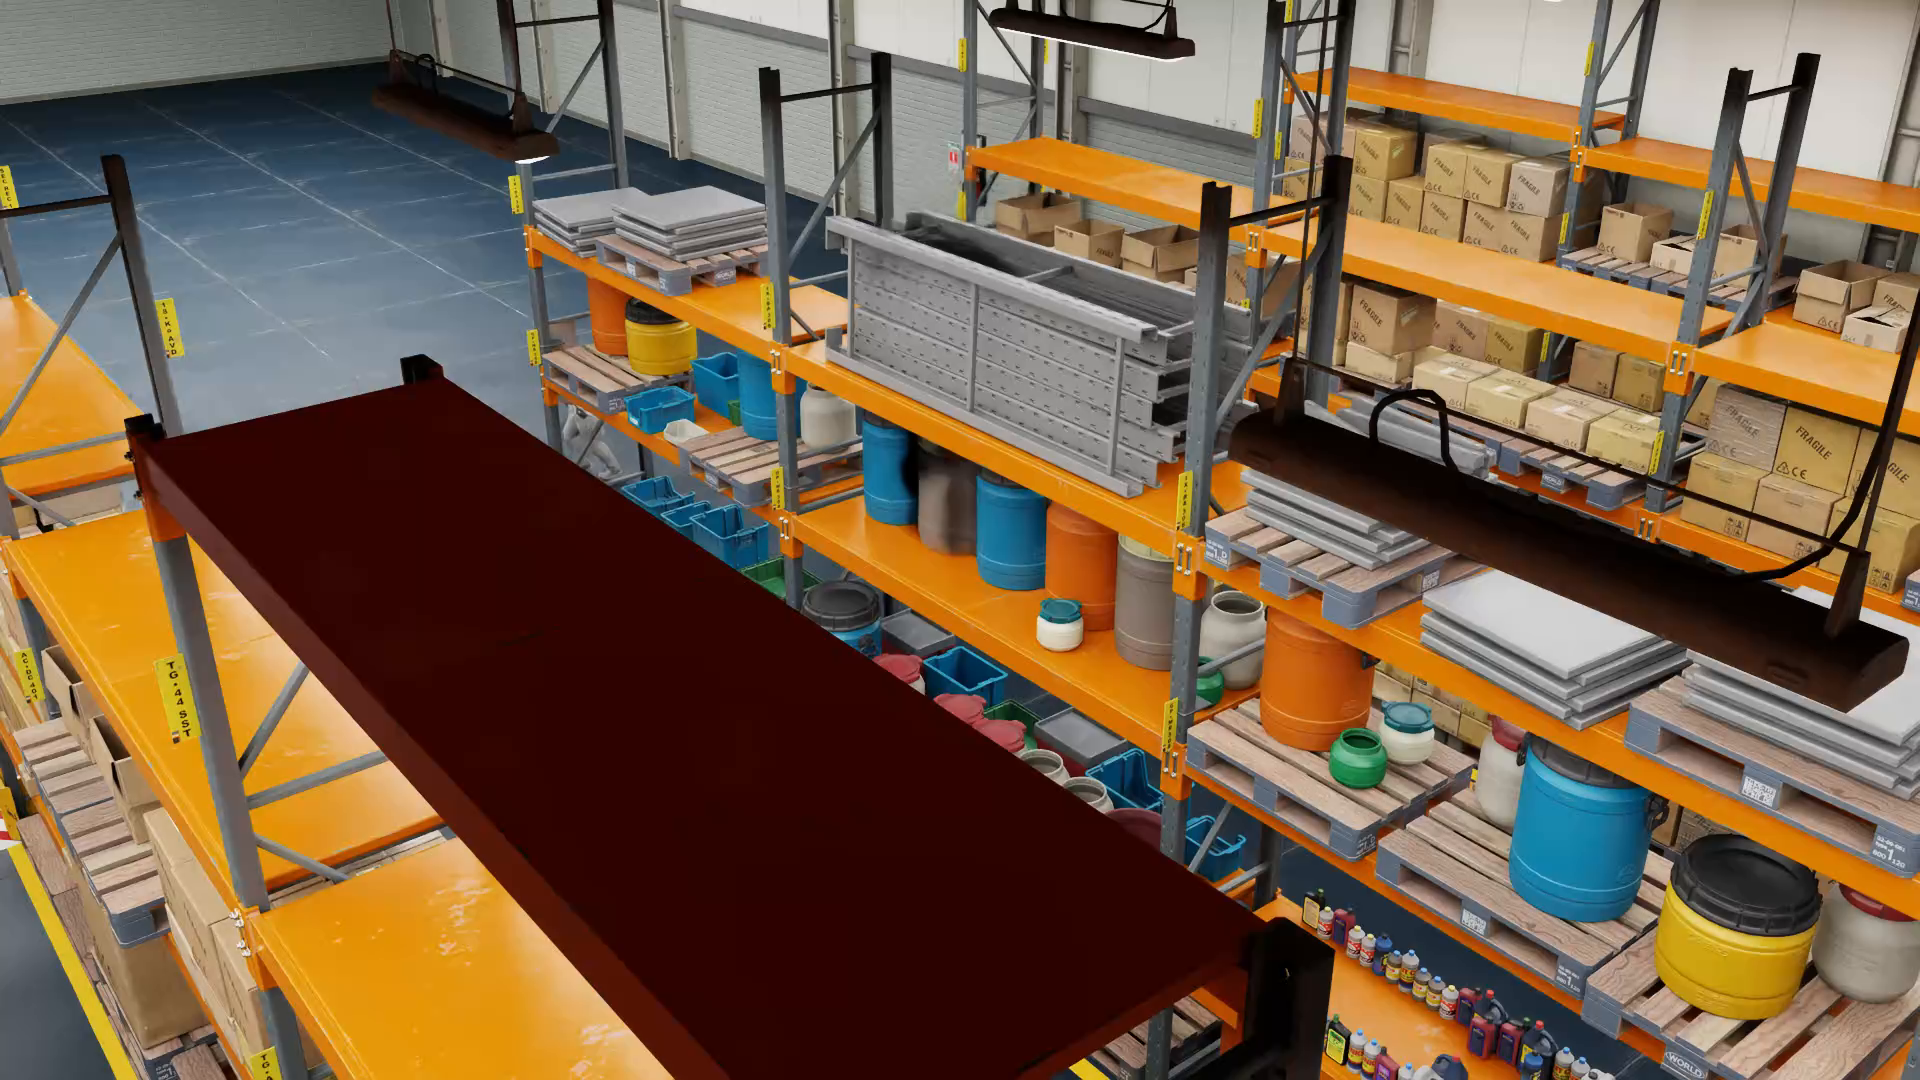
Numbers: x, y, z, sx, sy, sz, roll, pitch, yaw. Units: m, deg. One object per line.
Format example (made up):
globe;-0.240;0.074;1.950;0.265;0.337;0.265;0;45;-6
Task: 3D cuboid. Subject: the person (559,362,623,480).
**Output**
person;-4.361;-1.429;19.346;0.720;1.718;0.579;-5;26;-9
